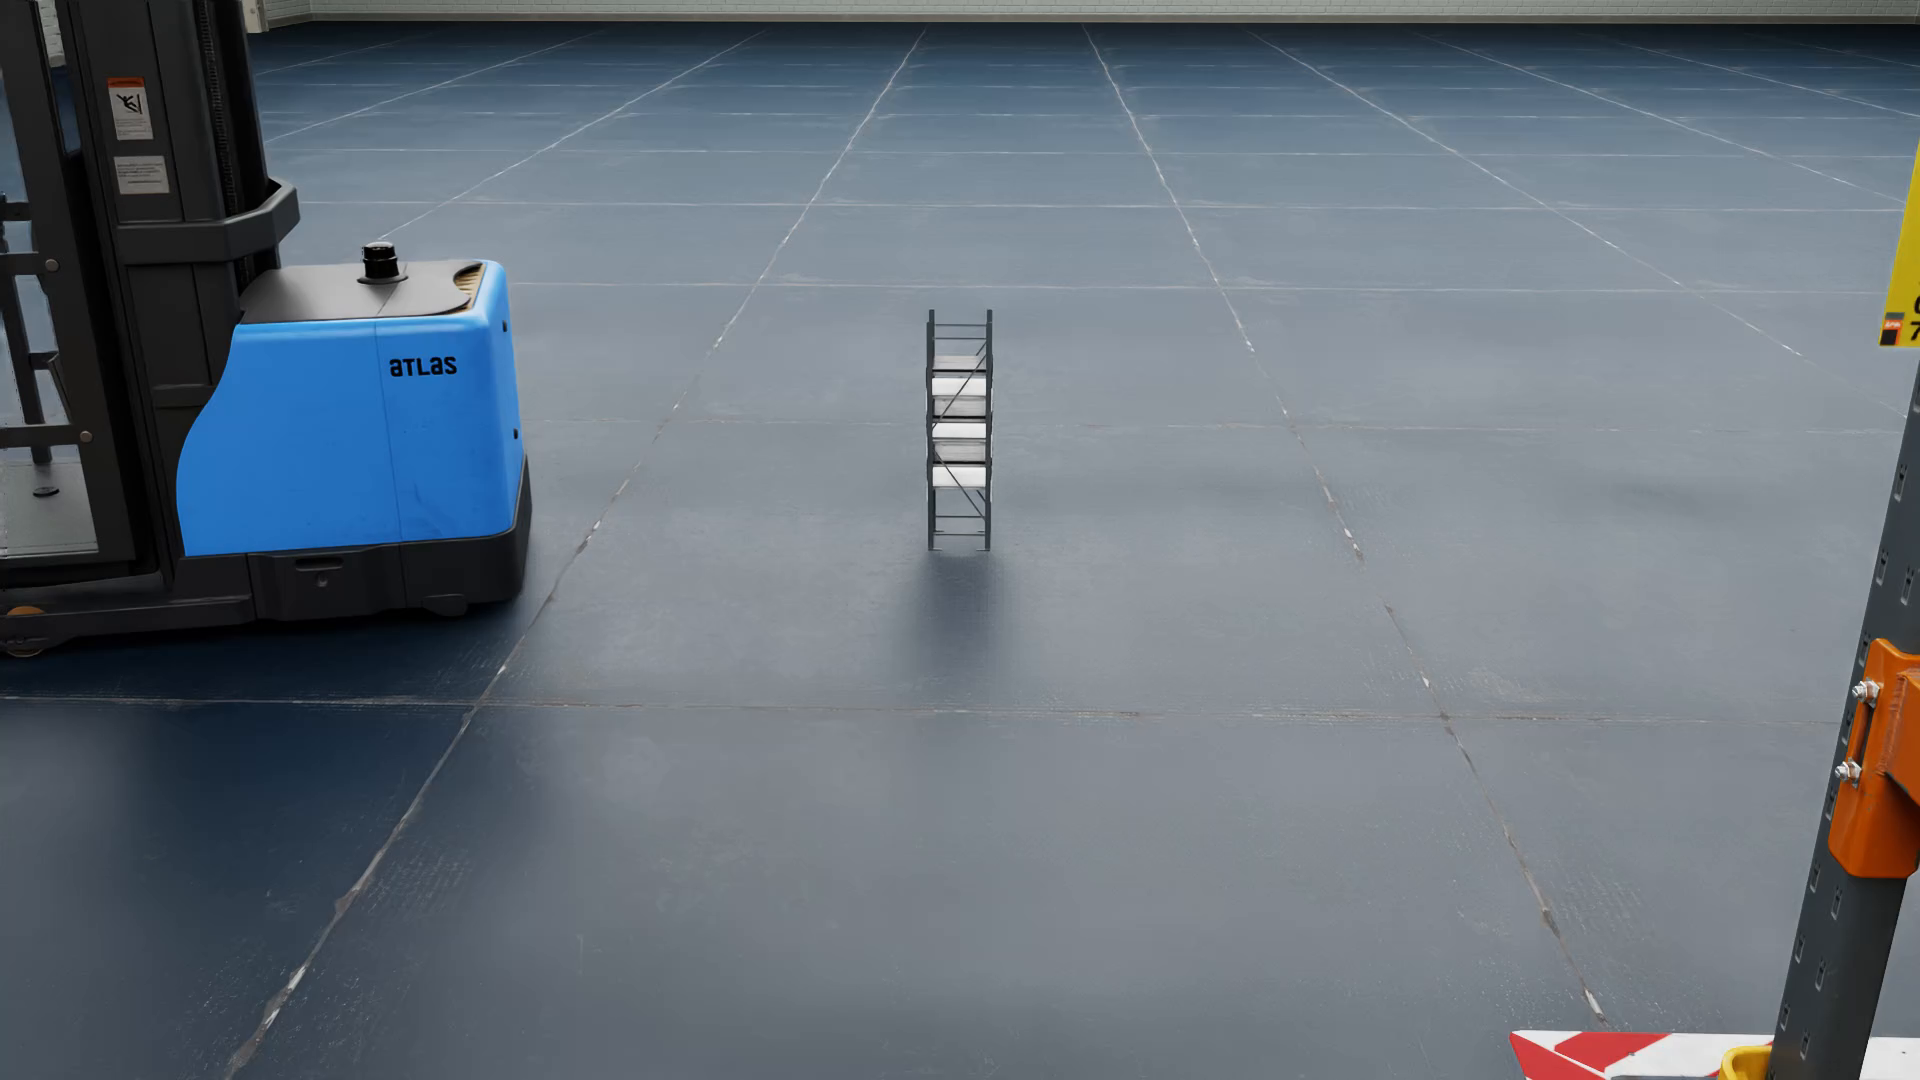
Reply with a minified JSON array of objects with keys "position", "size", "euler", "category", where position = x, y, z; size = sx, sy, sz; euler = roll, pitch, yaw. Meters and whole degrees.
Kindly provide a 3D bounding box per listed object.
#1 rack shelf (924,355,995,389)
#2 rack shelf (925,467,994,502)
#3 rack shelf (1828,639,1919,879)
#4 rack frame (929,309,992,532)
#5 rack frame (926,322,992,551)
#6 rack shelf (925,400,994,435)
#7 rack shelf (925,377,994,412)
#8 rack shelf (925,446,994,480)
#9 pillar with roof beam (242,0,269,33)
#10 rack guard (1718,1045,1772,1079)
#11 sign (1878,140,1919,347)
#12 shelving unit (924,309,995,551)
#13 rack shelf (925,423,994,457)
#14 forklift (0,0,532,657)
[{"position":[0.000,-0.637,6.273],"size":[0.258,0.077,0.200],"euler":[1,21,2],"category":"rack shelf"},{"position":[0.000,-0.218,6.436],"size":[0.258,0.077,0.200],"euler":[1,21,2],"category":"rack shelf"},{"position":[1.822,1.044,0.685],"size":[1.077,0.370,4.000],"euler":[1,21,2],"category":"rack shelf"},{"position":[0.003,-0.453,6.453],"size":[0.240,0.900,0.006],"euler":[1,21,2],"category":"rack frame"},{"position":[-0.003,-0.380,6.264],"size":[0.240,0.900,0.006],"euler":[1,21,2],"category":"rack frame"},{"position":[0.000,-0.469,6.338],"size":[0.258,0.077,0.200],"euler":[1,21,2],"category":"rack shelf"},{"position":[0.000,-0.553,6.306],"size":[0.258,0.077,0.200],"euler":[1,21,2],"category":"rack shelf"},{"position":[0.000,-0.302,6.403],"size":[0.258,0.077,0.200],"euler":[1,21,2],"category":"rack shelf"},{"position":[-8.690,-13.531,28.962],"size":[9.100,9.000,0.400],"euler":[1,21,2],"category":"pillar with roof beam"},{"position":[1.881,1.179,2.800],"size":[1.175,0.500,0.348],"euler":[1,21,2],"category":"rack guard"},{"position":[1.341,-0.424,2.278],"size":[0.100,0.325,0.005],"euler":[1,21,2],"category":"sign"},{"position":[0.000,-0.417,6.359],"size":[0.258,0.900,0.210],"euler":[1,21,2],"category":"shelving unit"},{"position":[0.000,-0.386,6.371],"size":[0.258,0.077,0.200],"euler":[1,21,2],"category":"rack shelf"},{"position":[-3.117,-1.171,5.495],"size":[3.031,2.935,1.130],"euler":[-4,22,-10],"category":"forklift"}]
